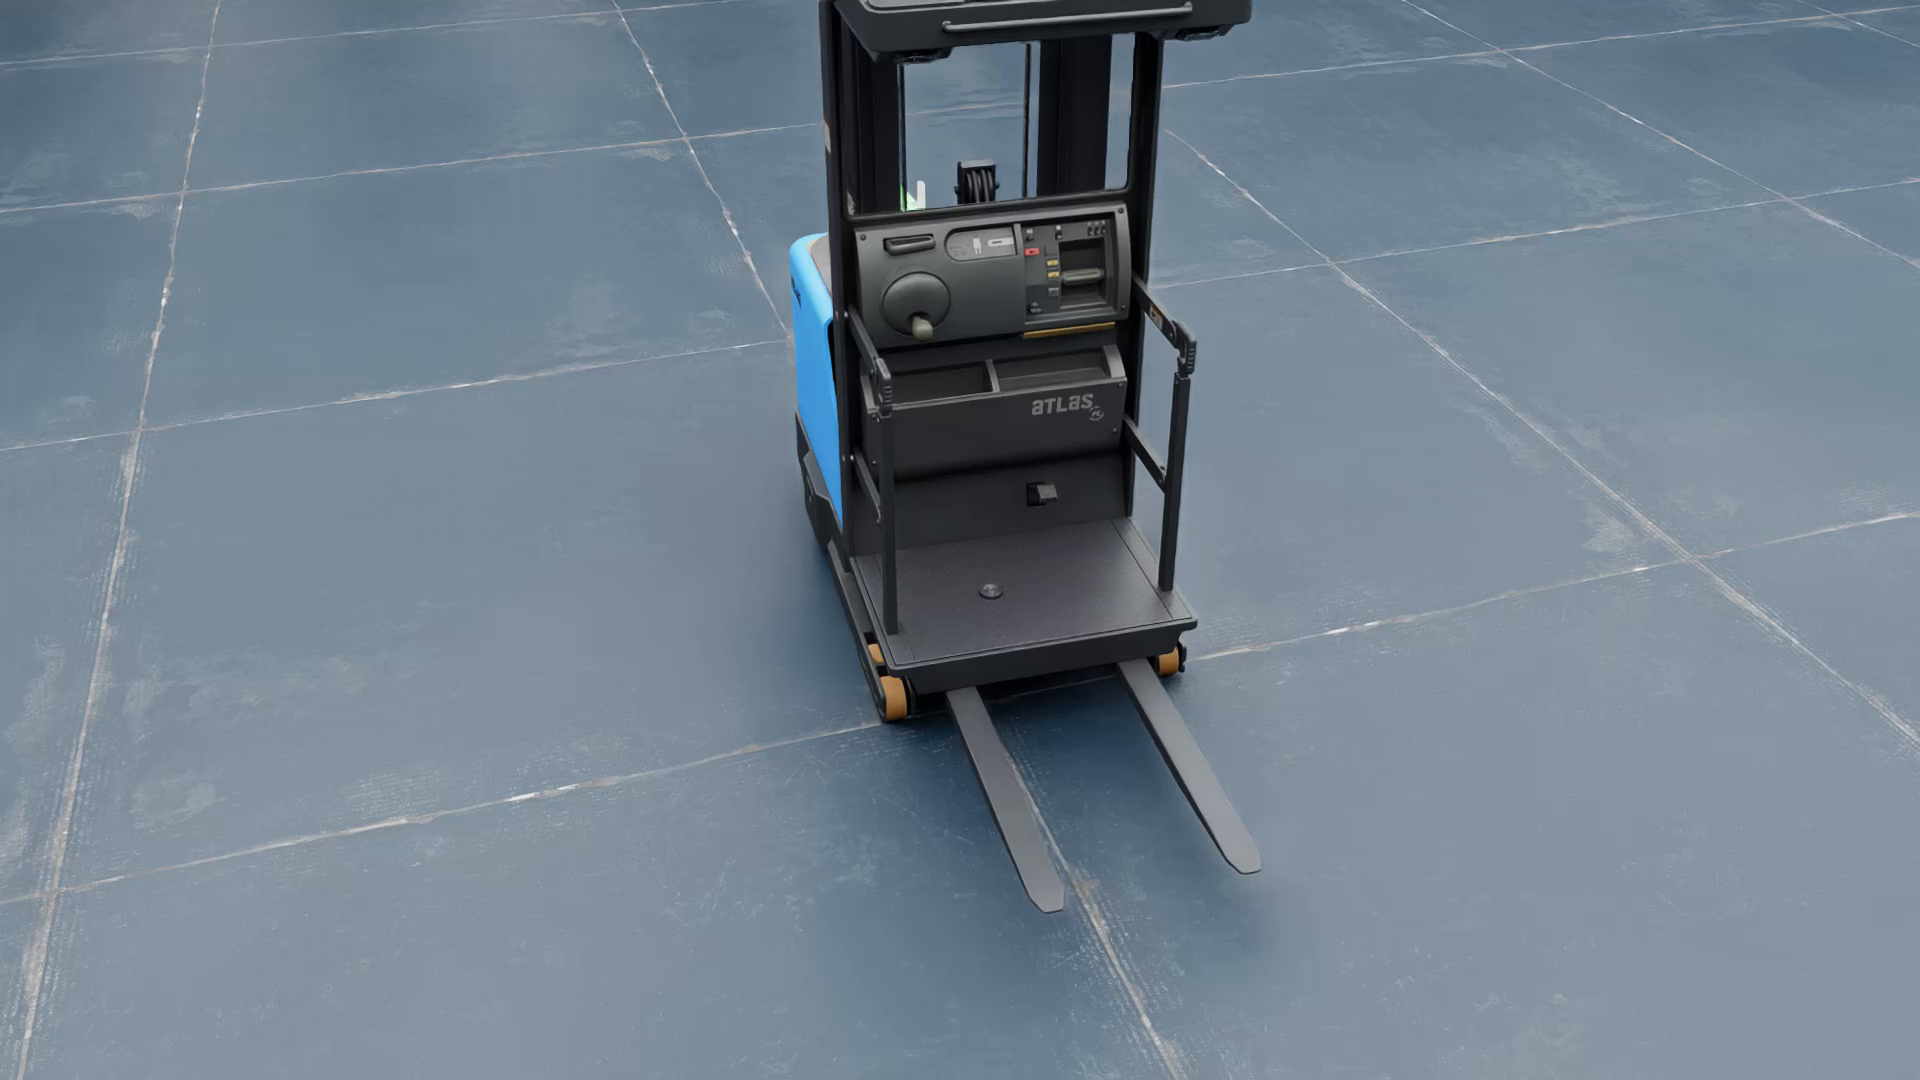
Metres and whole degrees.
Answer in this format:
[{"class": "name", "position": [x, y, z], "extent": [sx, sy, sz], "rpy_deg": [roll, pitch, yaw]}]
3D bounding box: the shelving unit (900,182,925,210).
[{"class": "shelving unit", "position": [-0.341, -1.053, 7.250], "extent": [0.258, 1.200, 0.503], "rpy_deg": [-11, 35, -17]}]

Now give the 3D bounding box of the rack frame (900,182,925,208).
[{"class": "rack frame", "position": [-0.257, -0.929, 7.058], "extent": [0.240, 1.200, 0.015], "rpy_deg": [-11, 35, -17]}]

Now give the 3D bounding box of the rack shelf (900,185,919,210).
[{"class": "rack shelf", "position": [-0.343, -1.402, 7.024], "extent": [0.258, 0.148, 0.480], "rpy_deg": [-11, 35, -17]}]

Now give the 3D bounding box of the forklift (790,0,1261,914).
[{"class": "forklift", "position": [0.175, -0.828, 5.344], "extent": [1.130, 2.935, 3.031], "rpy_deg": [-8, 34, -12]}]
